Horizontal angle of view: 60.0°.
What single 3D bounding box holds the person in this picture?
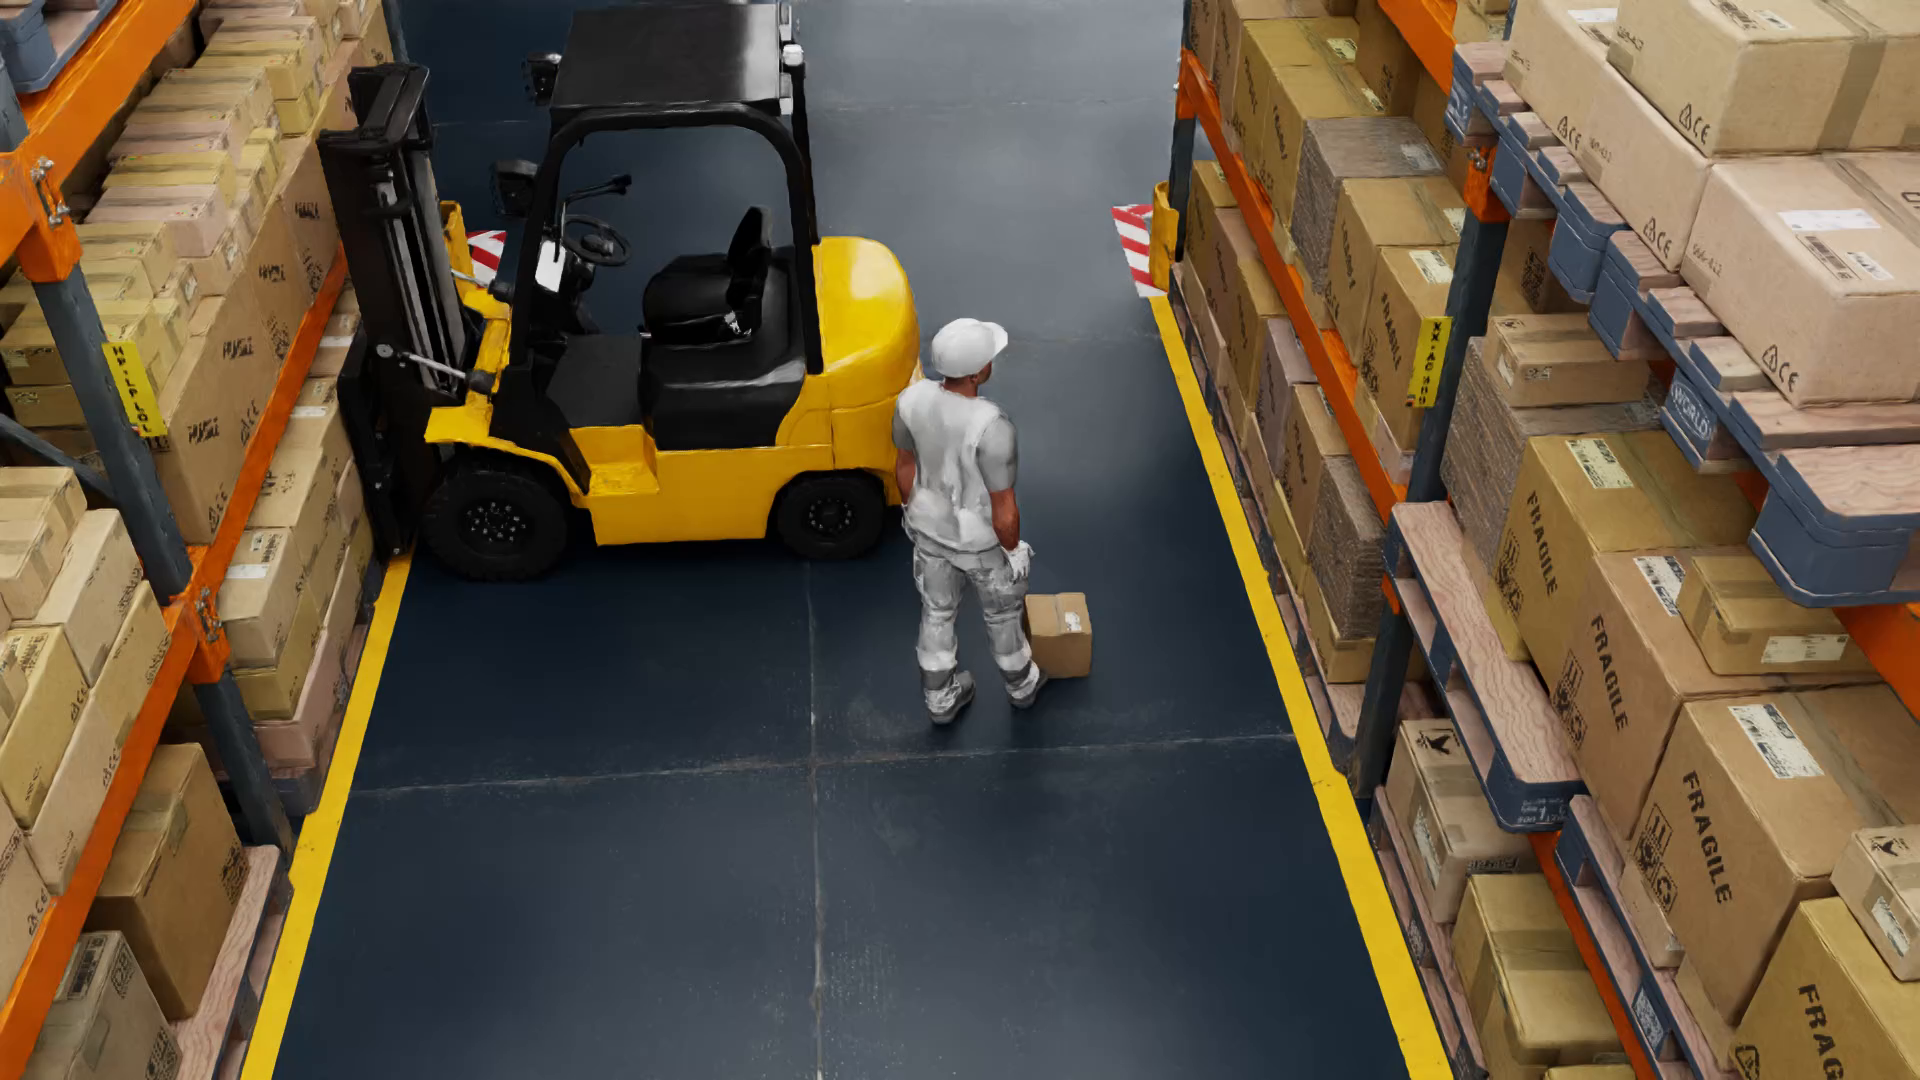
[{"bbox_3d":[0.075,-0.092,6.230,0.547,1.794,0.564,25,45,28],"label":"person"}]
